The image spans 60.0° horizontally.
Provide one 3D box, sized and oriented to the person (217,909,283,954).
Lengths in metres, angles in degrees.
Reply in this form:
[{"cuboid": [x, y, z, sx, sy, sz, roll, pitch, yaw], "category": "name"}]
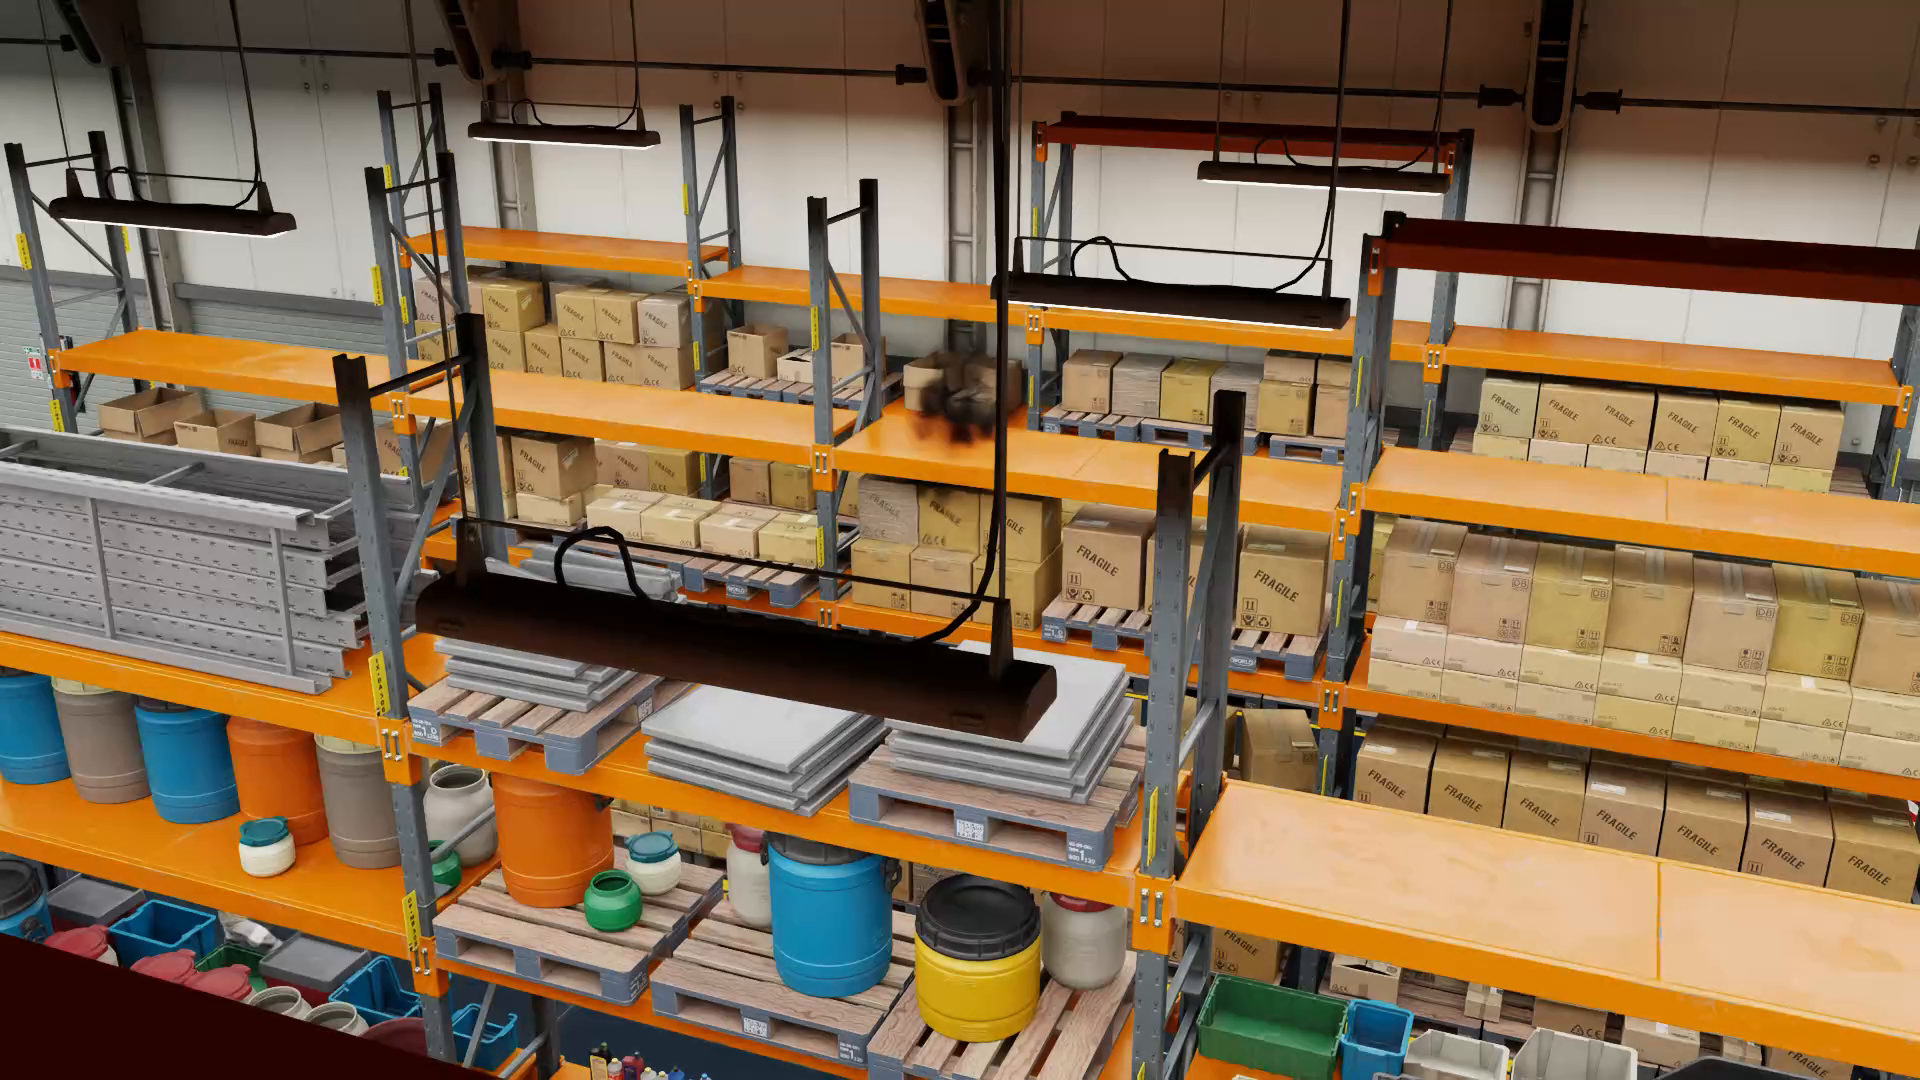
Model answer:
[{"cuboid": [-5.663, 2.617, 13.001, 0.921, 1.768, 0.667, 6, 22, 15], "category": "person"}]
